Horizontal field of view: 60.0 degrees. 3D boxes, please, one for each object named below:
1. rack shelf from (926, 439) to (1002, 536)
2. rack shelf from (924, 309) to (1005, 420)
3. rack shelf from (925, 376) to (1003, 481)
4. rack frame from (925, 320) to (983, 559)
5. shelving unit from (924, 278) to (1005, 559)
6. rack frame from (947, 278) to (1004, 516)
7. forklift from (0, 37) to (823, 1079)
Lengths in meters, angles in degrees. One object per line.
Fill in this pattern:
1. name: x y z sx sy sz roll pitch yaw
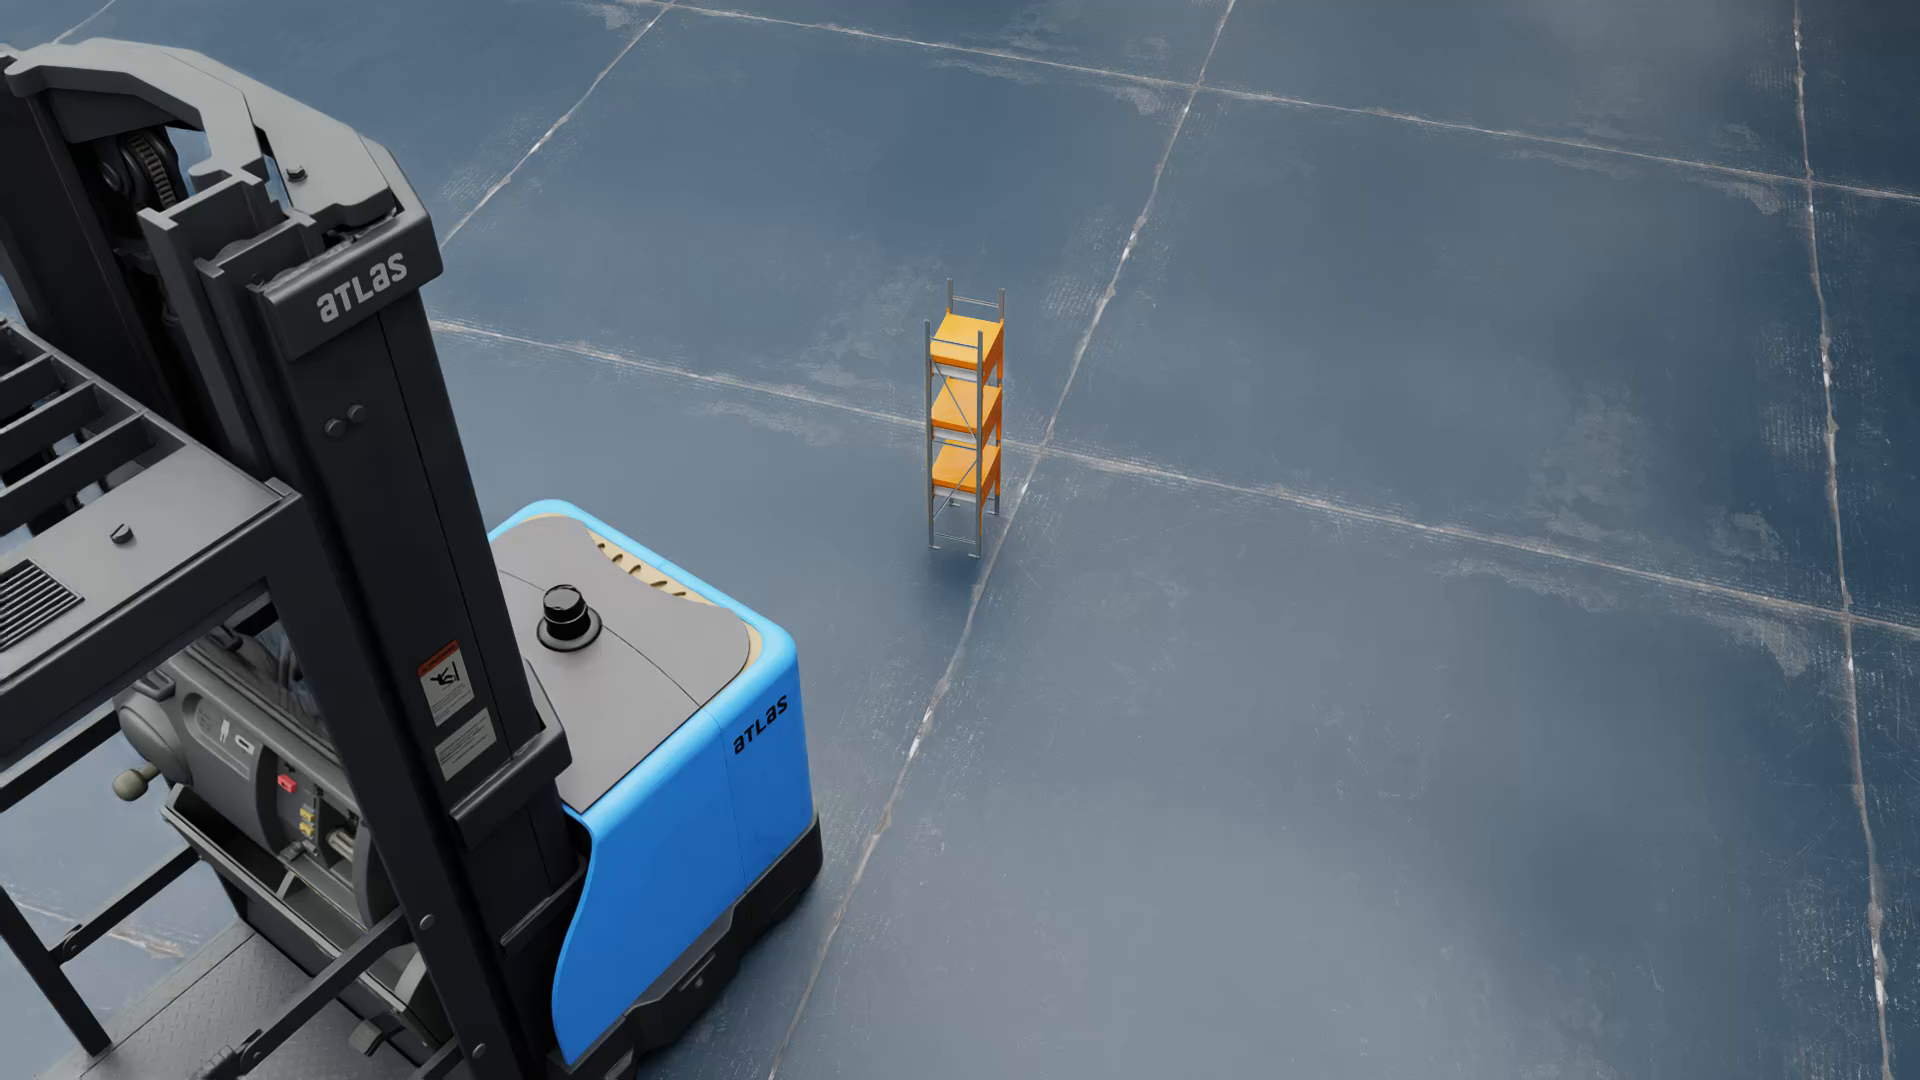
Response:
1. rack shelf: 0.016 -0.205 6.121 0.215 0.259 0.240 13 46 12
2. rack shelf: 0.016 -0.606 5.728 0.215 0.259 0.240 13 46 12
3. rack shelf: 0.016 -0.403 5.927 0.215 0.259 0.240 13 46 12
4. rack frame: -0.021 -0.330 5.836 0.200 1.050 0.008 13 46 12
5. shelving unit: 0.016 -0.411 5.919 0.215 1.050 0.252 13 46 12
6. rack frame: 0.053 -0.492 6.002 0.200 1.050 0.008 13 46 12
7. forklift: -1.712 0.602 3.539 1.130 2.935 3.031 28 51 25
